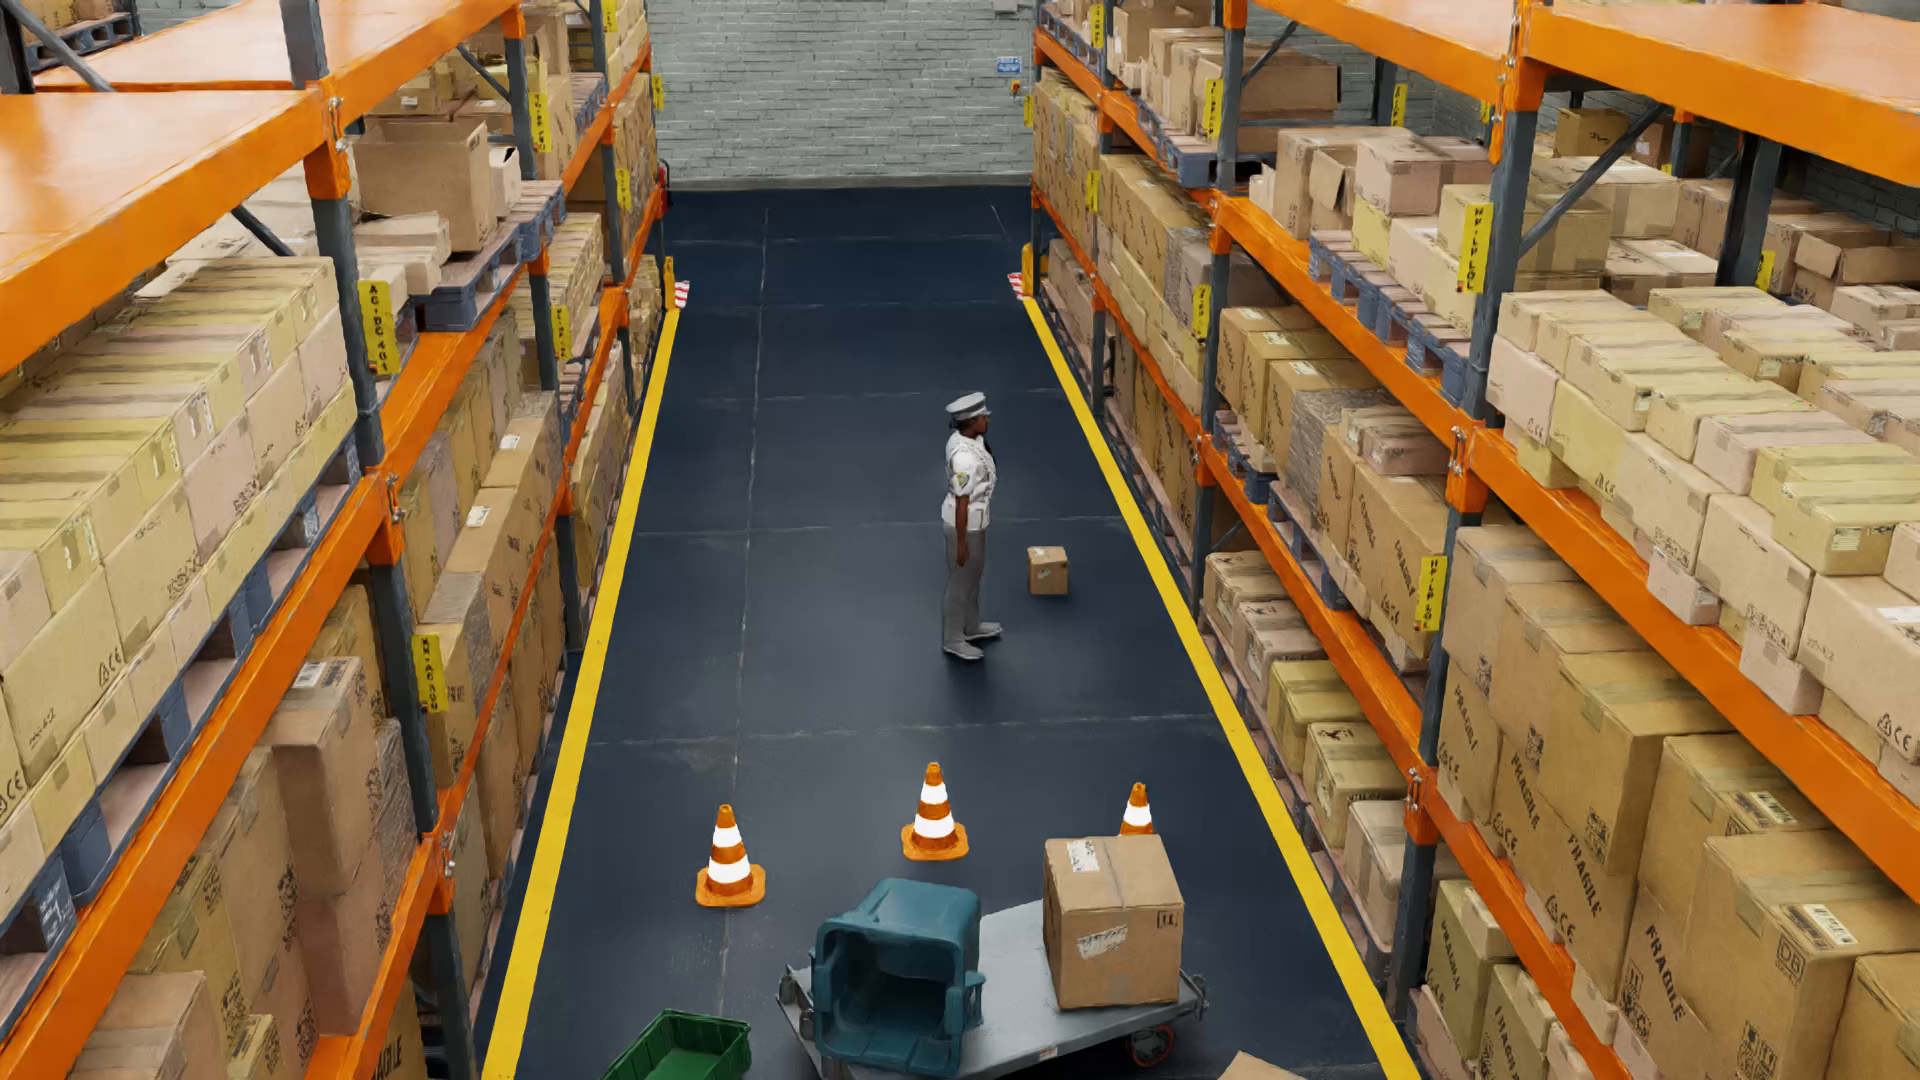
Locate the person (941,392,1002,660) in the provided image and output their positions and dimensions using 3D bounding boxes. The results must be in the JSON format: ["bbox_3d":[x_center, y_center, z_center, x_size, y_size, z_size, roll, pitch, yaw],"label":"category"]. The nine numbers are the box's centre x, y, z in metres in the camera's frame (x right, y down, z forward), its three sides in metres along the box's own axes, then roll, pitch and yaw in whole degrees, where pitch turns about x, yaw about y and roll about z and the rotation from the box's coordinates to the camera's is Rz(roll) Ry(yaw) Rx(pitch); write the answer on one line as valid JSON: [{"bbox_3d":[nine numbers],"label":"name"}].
[{"bbox_3d":[0.074,-0.096,10.245,0.384,1.685,0.556,0,24,1],"label":"person"}]
